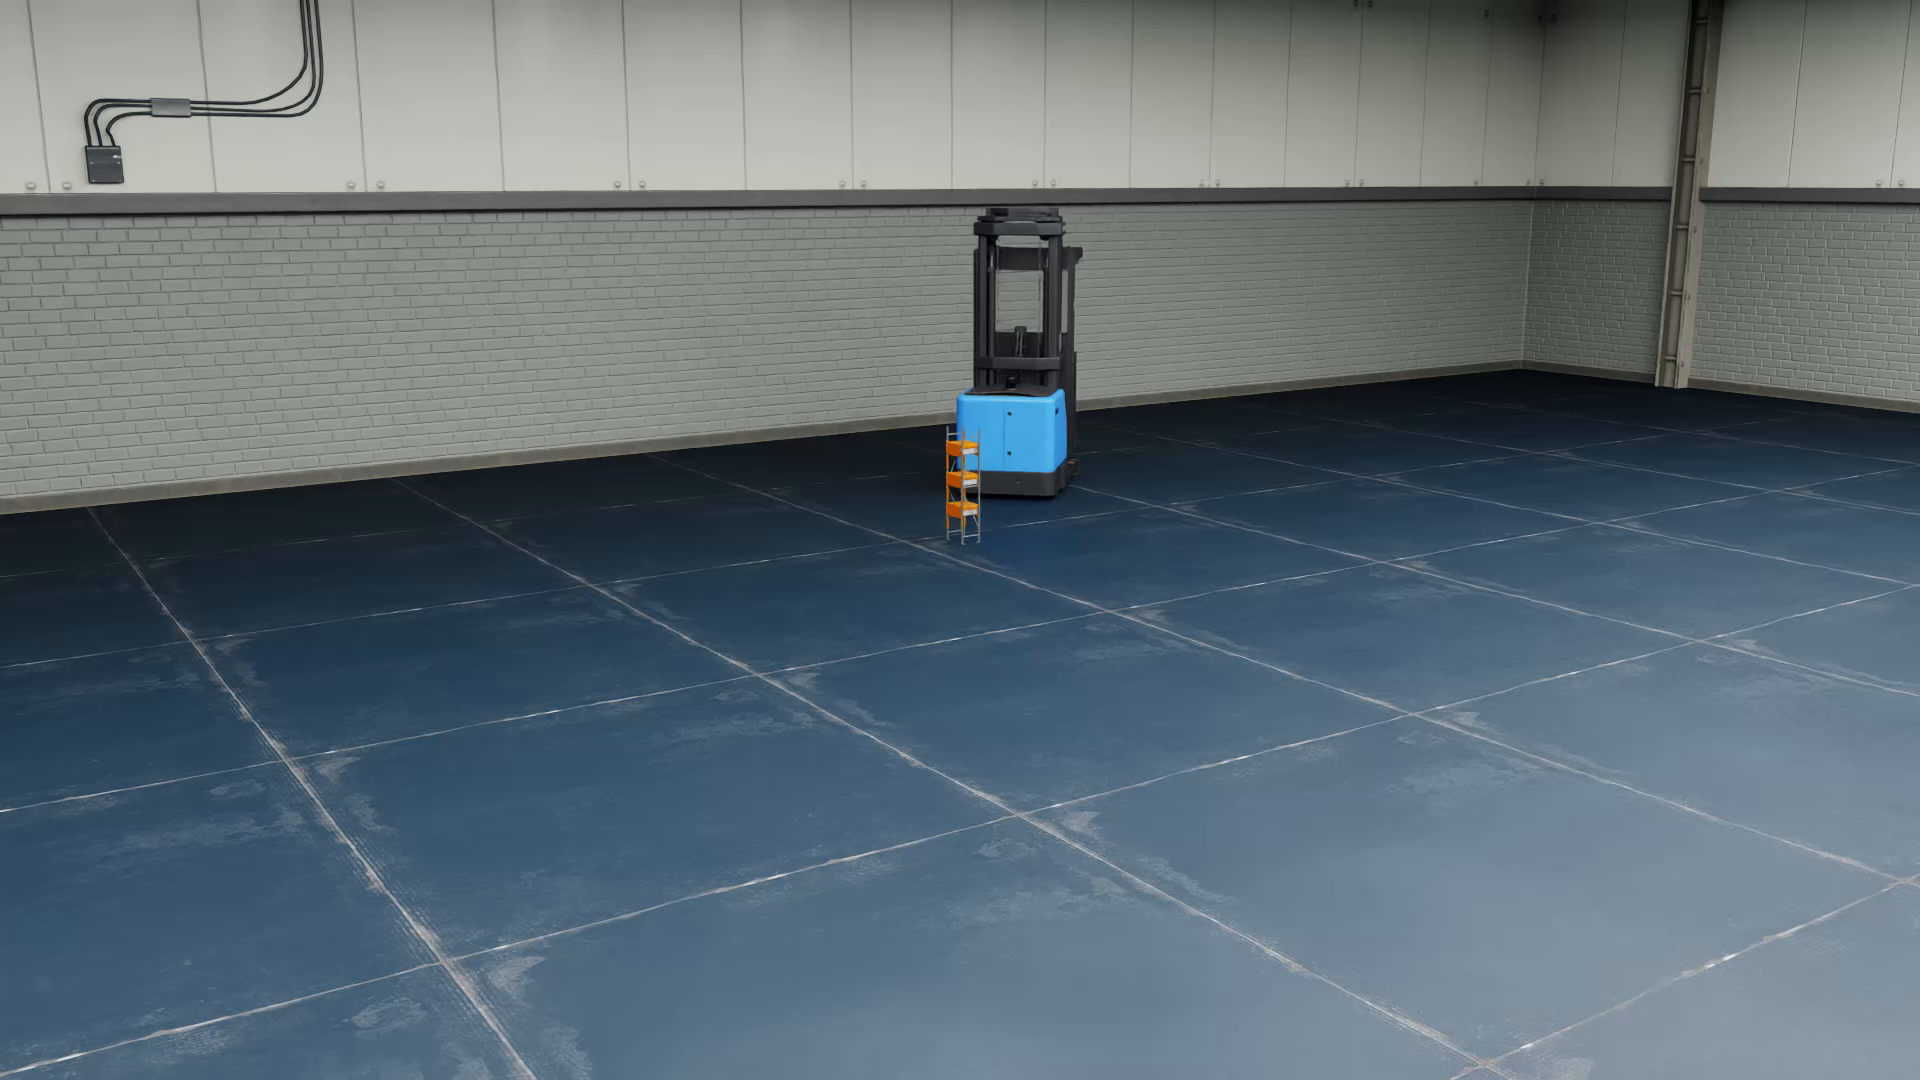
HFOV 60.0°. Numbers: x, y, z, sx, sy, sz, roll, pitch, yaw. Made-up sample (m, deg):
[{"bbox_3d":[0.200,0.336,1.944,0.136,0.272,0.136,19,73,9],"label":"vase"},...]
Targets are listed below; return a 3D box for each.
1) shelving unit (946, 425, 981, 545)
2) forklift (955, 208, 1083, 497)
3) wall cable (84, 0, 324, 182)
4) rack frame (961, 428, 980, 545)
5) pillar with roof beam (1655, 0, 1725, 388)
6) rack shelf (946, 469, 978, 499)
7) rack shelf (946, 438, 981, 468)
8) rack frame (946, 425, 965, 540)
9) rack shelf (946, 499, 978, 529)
[{"bbox_3d":[0.030,-0.503,15.094,0.215,1.050,0.252,-8,15,-33],"label":"shelving unit"},{"bbox_3d":[0.736,-2.146,18.202,1.130,2.935,3.031,2,13,11],"label":"forklift"},{"bbox_3d":[-7.555,-6.565,16.247,2.305,6.003,0.169,-8,15,-33],"label":"wall cable"},{"bbox_3d":[0.097,-0.482,14.995,0.200,1.050,0.008,-8,15,-33],"label":"rack frame"},{"bbox_3d":[7.704,-6.321,23.092,9.100,9.000,0.400,-8,15,-33],"label":"pillar with roof beam"},{"bbox_3d":[0.030,-0.493,15.097,0.215,0.259,0.240,-8,15,-33],"label":"rack shelf"},{"bbox_3d":[0.030,-0.770,15.036,0.215,0.259,0.240,-8,15,-33],"label":"rack shelf"},{"bbox_3d":[-0.038,-0.525,15.194,0.200,1.050,0.008,-8,15,-33],"label":"rack frame"},{"bbox_3d":[0.030,-0.222,15.156,0.215,0.259,0.240,-8,15,-33],"label":"rack shelf"}]
